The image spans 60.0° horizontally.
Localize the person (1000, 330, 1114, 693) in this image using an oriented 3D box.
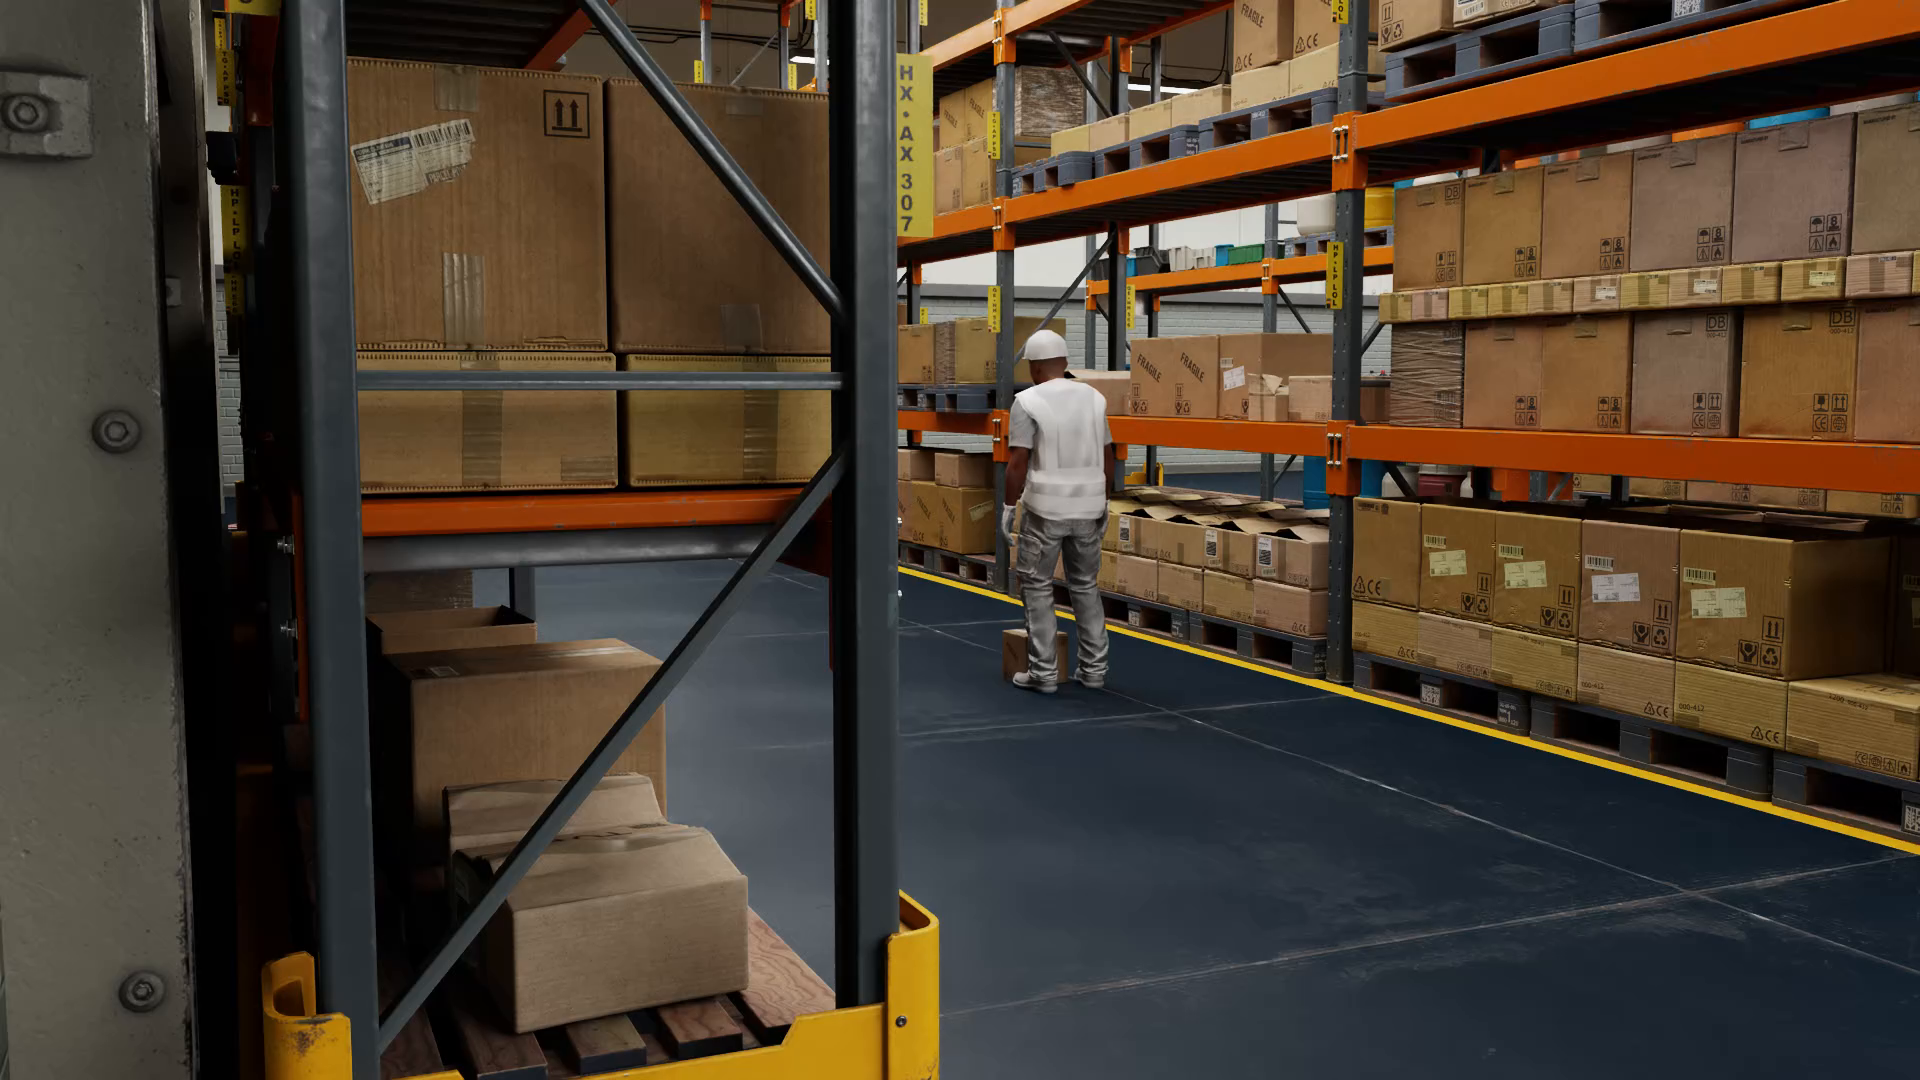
[{"bbox_3d":[0.480,-0.144,8.207,0.622,1.771,0.450,-3,6,-27],"label":"person"}]
